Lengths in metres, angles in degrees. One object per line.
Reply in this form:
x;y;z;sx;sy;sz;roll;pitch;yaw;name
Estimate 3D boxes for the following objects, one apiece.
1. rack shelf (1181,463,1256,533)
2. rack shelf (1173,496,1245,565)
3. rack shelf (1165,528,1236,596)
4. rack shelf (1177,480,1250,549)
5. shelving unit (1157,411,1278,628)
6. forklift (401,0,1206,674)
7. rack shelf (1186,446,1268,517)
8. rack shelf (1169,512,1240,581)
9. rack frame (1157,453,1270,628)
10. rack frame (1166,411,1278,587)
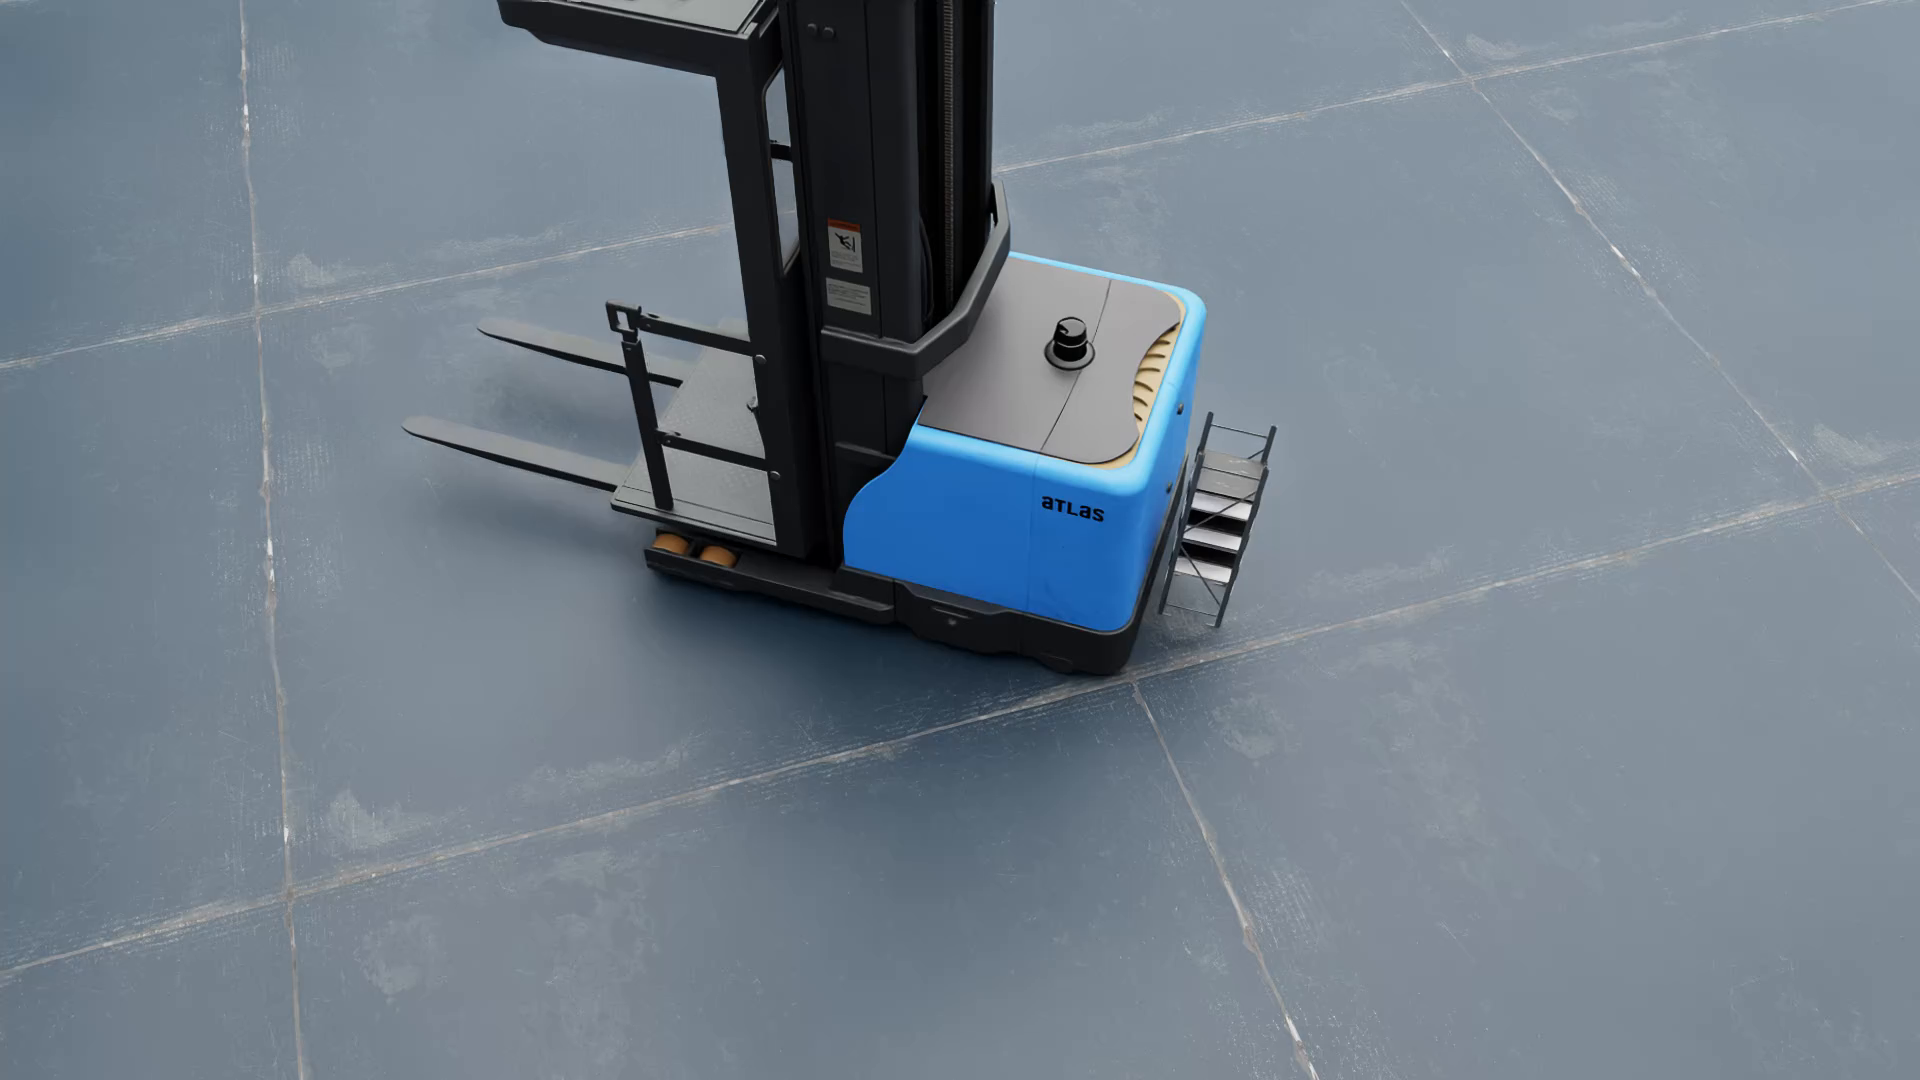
0.926;-0.149;5.874;0.258;0.077;0.200;13;51;6;rack shelf
0.914;-0.035;6.013;0.258;0.077;0.200;13;51;6;rack shelf
0.902;0.078;6.152;0.258;0.077;0.200;13;51;6;rack shelf
0.920;-0.092;5.943;0.258;0.077;0.200;13;51;6;rack shelf
0.916;-0.056;5.987;0.258;0.900;0.210;13;51;6;shelving unit
-0.689;-1.133;5.577;3.031;2.935;1.130;14;51;12;forklift
0.932;-0.205;5.804;0.258;0.077;0.200;13;51;6;rack shelf
0.908;0.021;6.083;0.258;0.077;0.200;13;51;6;rack shelf
0.891;0.019;5.924;0.240;0.900;0.006;13;51;6;rack frame
0.941;-0.132;6.051;0.240;0.900;0.006;13;51;6;rack frame
